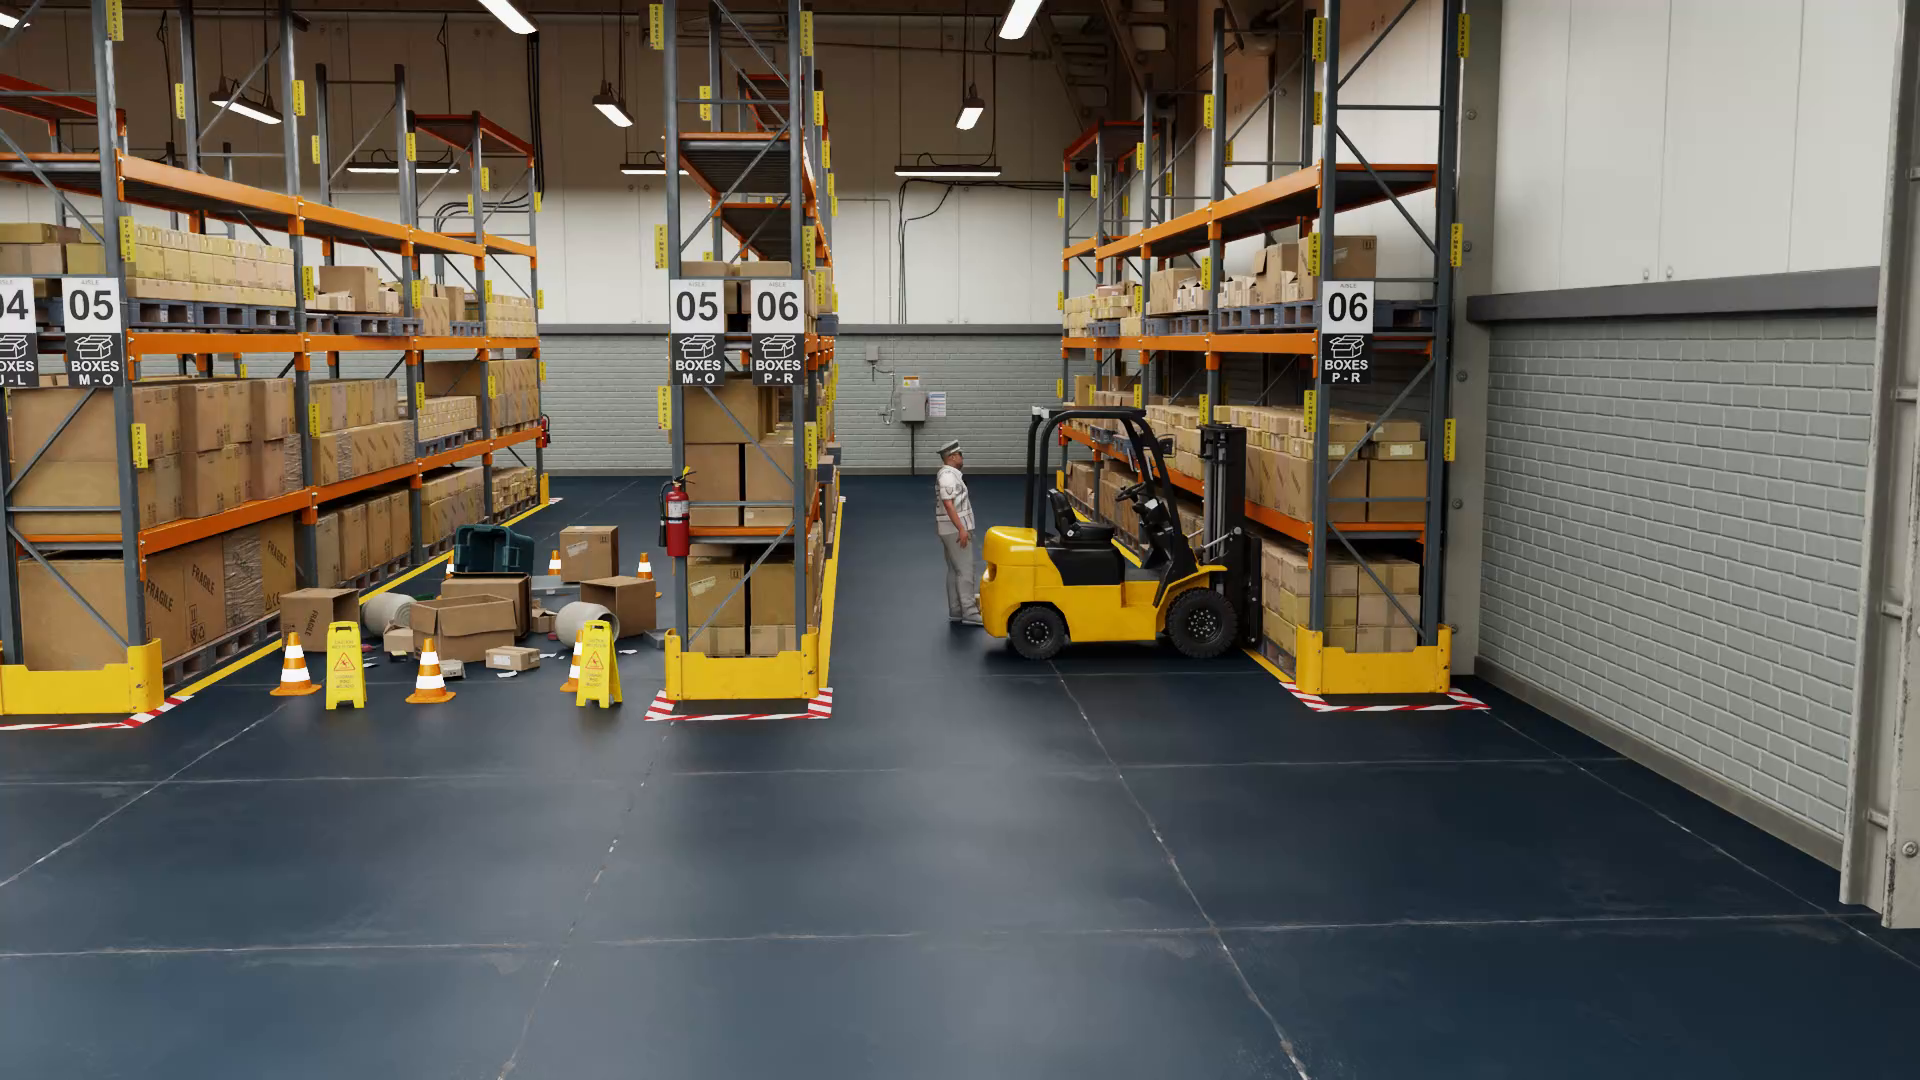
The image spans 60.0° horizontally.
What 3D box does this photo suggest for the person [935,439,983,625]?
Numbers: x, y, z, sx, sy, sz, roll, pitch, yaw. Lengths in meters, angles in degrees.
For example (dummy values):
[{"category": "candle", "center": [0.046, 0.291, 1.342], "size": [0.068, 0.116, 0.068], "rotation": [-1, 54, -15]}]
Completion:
[{"category": "person", "center": [0.044, -0.089, 16.261], "size": [0.573, 1.779, 0.642], "rotation": [0, 7, -4]}]
